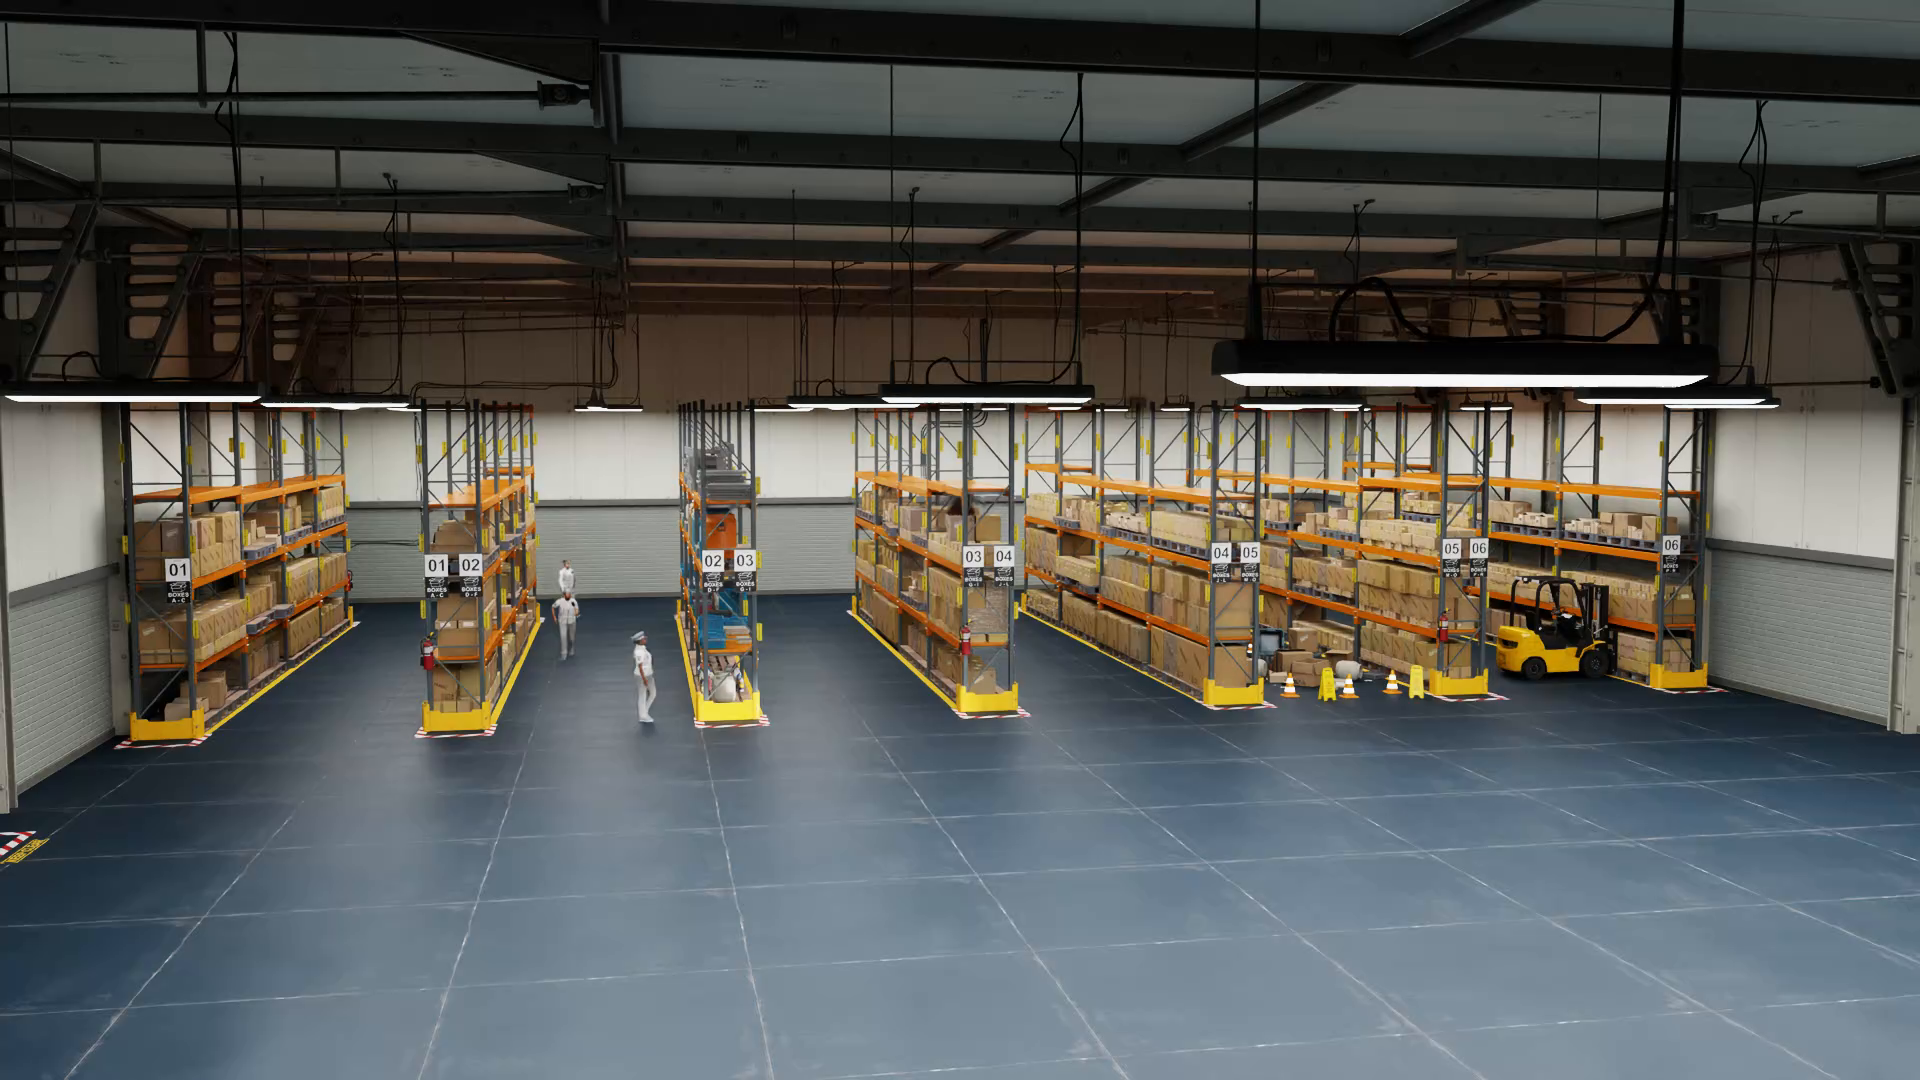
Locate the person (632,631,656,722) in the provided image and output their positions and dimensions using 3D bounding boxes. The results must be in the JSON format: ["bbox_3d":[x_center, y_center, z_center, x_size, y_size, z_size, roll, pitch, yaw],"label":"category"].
[{"bbox_3d":[-5.901,2.562,31.077,0.423,1.711,0.501,1,4,13],"label":"person"}]

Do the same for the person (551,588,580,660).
[{"bbox_3d":[-9.238,1.941,38.907,0.654,1.620,1.008,-1,4,-10],"label":"person"}]

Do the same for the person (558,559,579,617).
[{"bbox_3d":[-11.090,1.353,47.015,0.518,1.642,0.959,-3,5,-36],"label":"person"}]

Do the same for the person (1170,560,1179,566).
[{"bbox_3d":[6.048,1.338,47.082,0.625,1.791,0.895,1,4,15],"label":"person"}]
